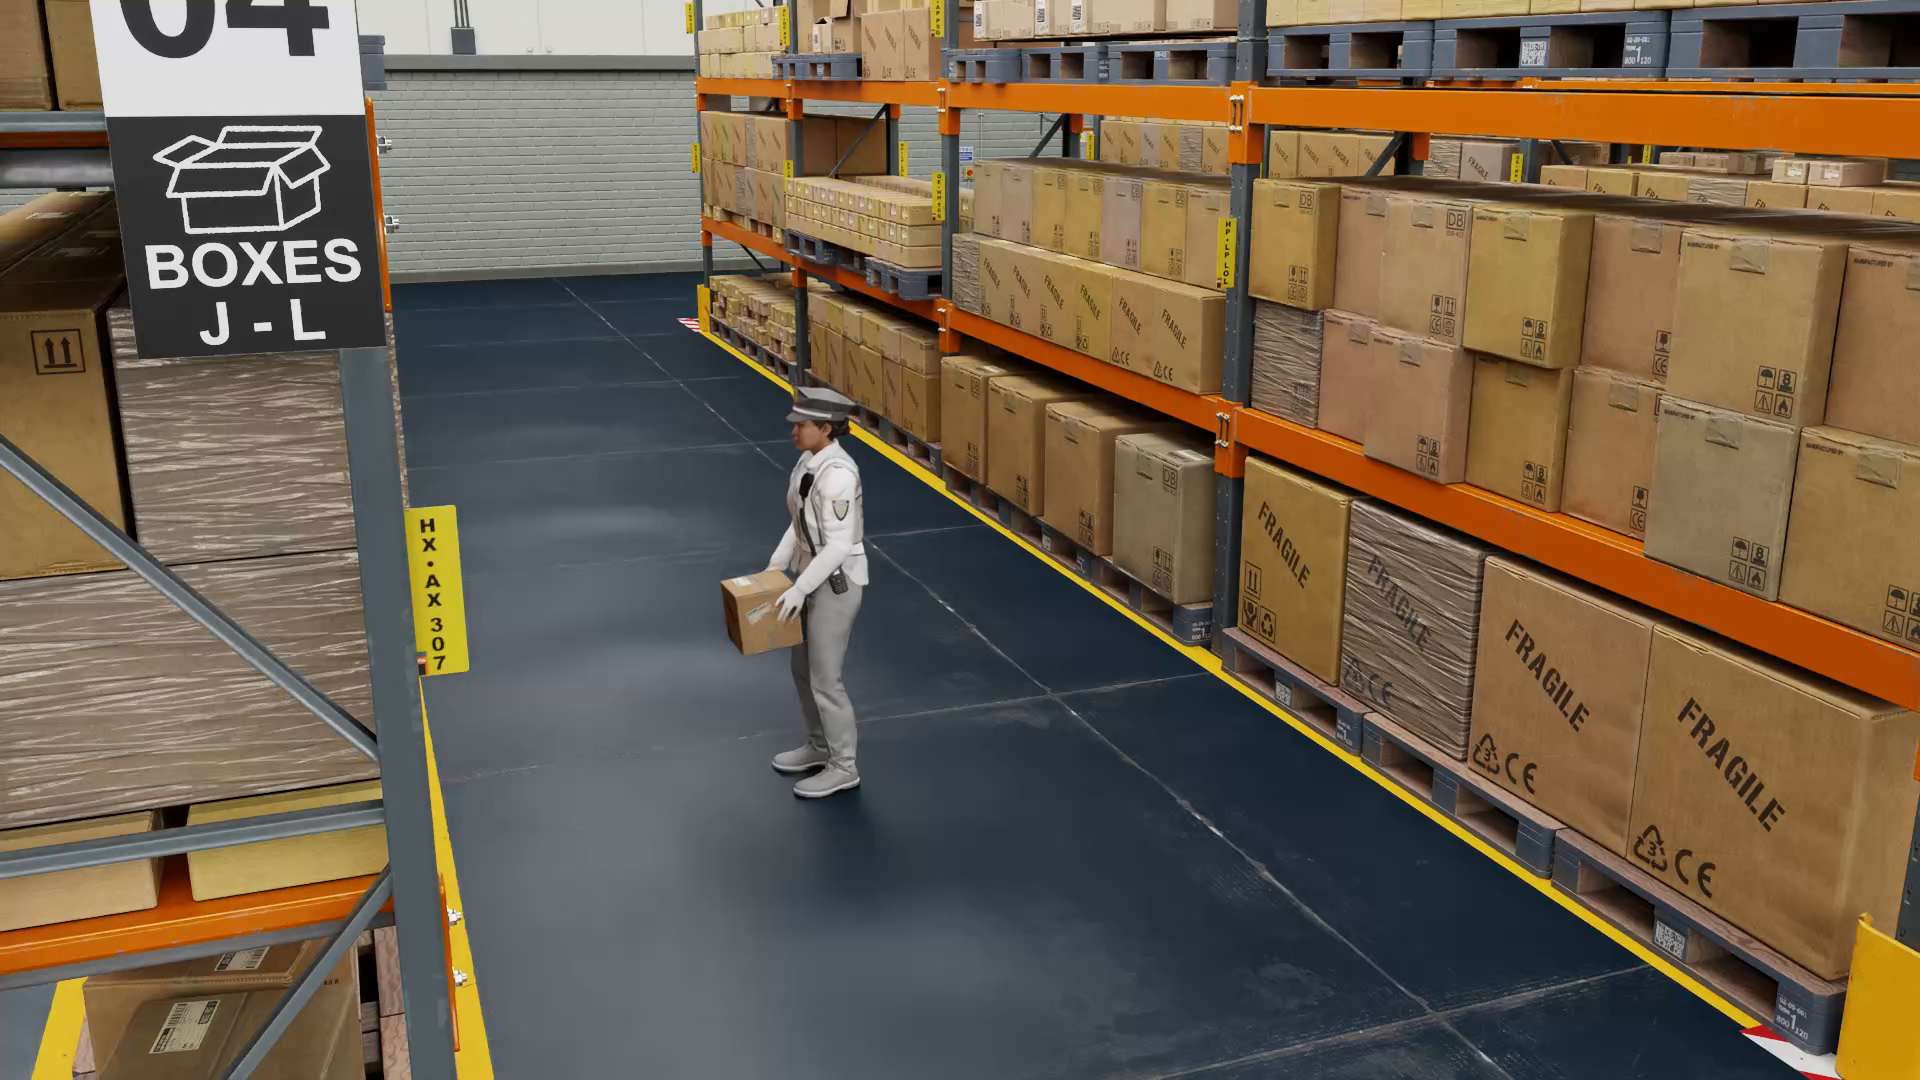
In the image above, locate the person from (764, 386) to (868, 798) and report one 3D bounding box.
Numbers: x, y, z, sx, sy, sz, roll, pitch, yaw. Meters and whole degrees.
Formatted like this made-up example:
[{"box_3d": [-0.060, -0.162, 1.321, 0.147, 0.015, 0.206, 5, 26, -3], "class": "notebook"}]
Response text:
[{"box_3d": [-0.591, 0.199, 6.776, 0.411, 1.684, 0.500, -6, 17, -21], "class": "person"}]
